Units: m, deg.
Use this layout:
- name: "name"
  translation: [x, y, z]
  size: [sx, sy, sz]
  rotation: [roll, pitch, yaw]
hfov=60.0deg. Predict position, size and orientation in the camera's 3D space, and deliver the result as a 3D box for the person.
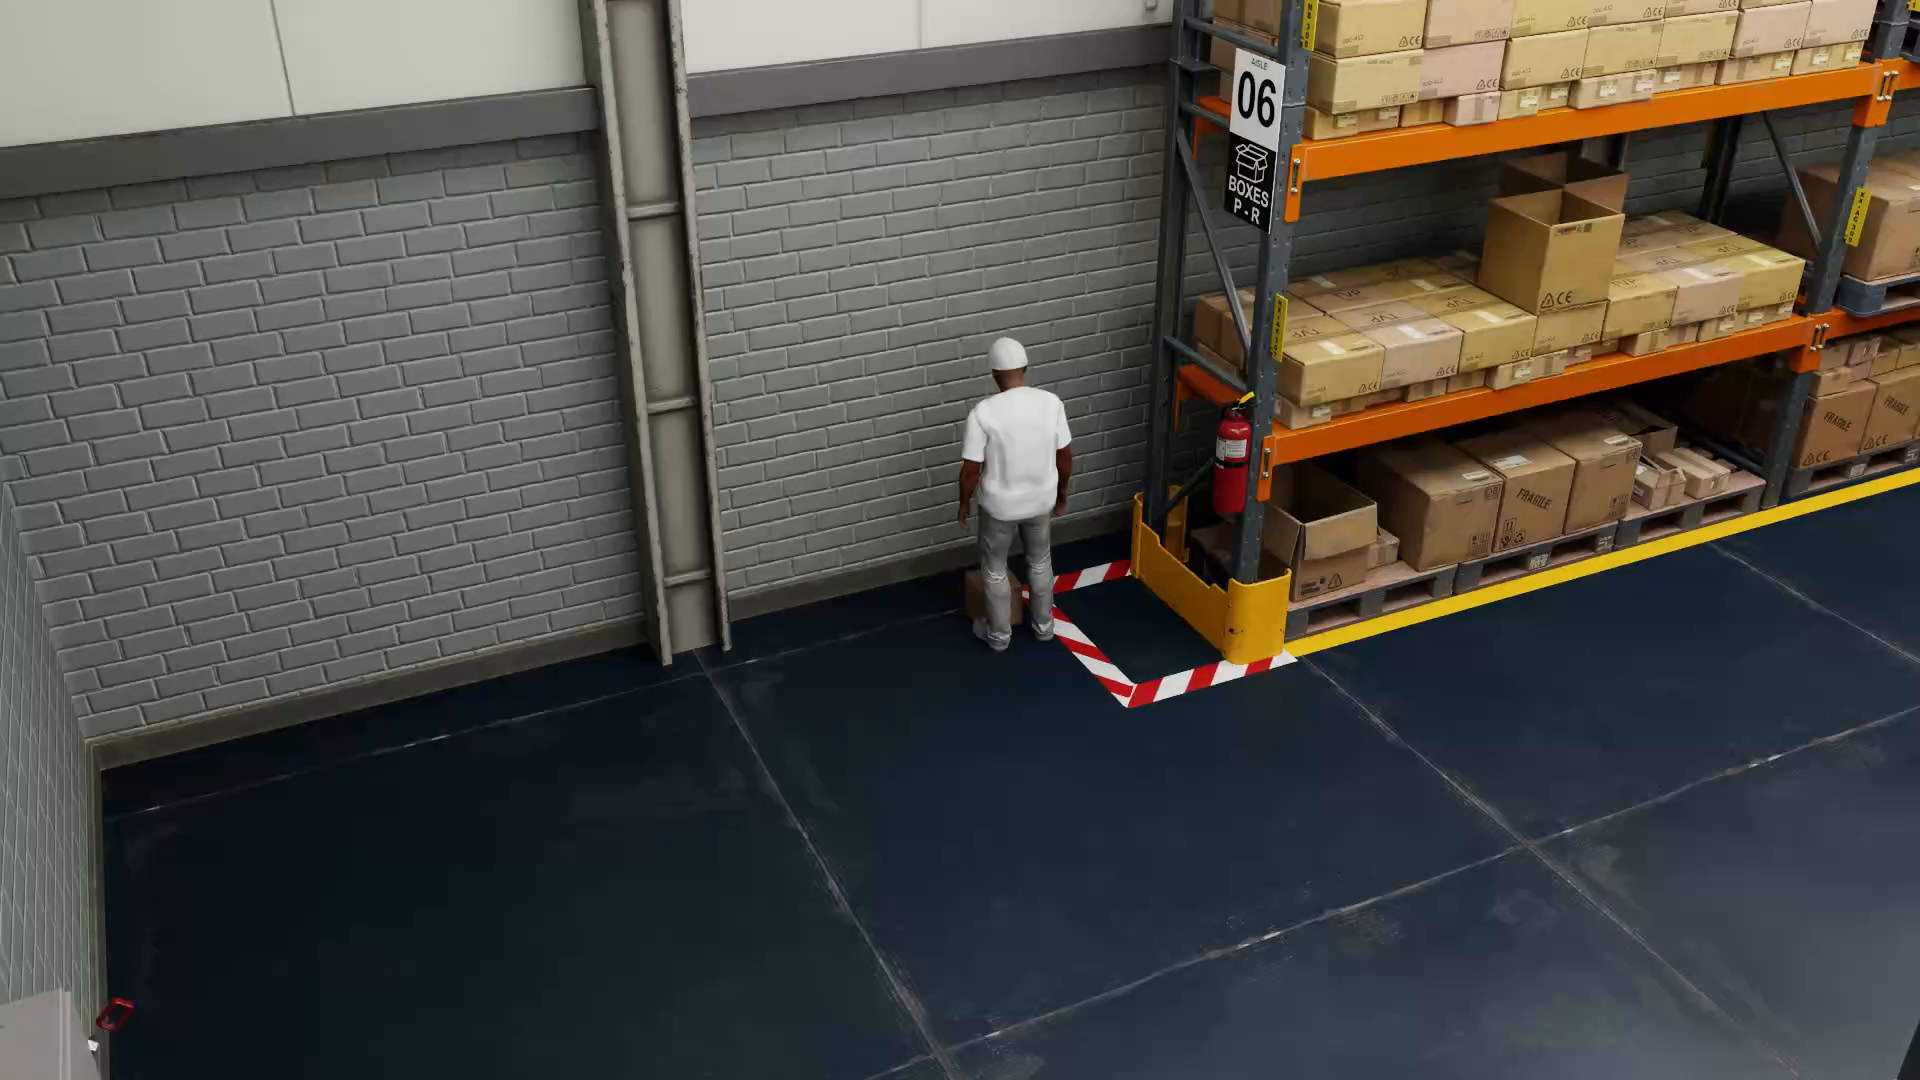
- name: "person"
  translation: [0.284, -0.244, 8.847]
  size: [0.629, 1.661, 0.362]
  rotation: [-9, 31, -16]
